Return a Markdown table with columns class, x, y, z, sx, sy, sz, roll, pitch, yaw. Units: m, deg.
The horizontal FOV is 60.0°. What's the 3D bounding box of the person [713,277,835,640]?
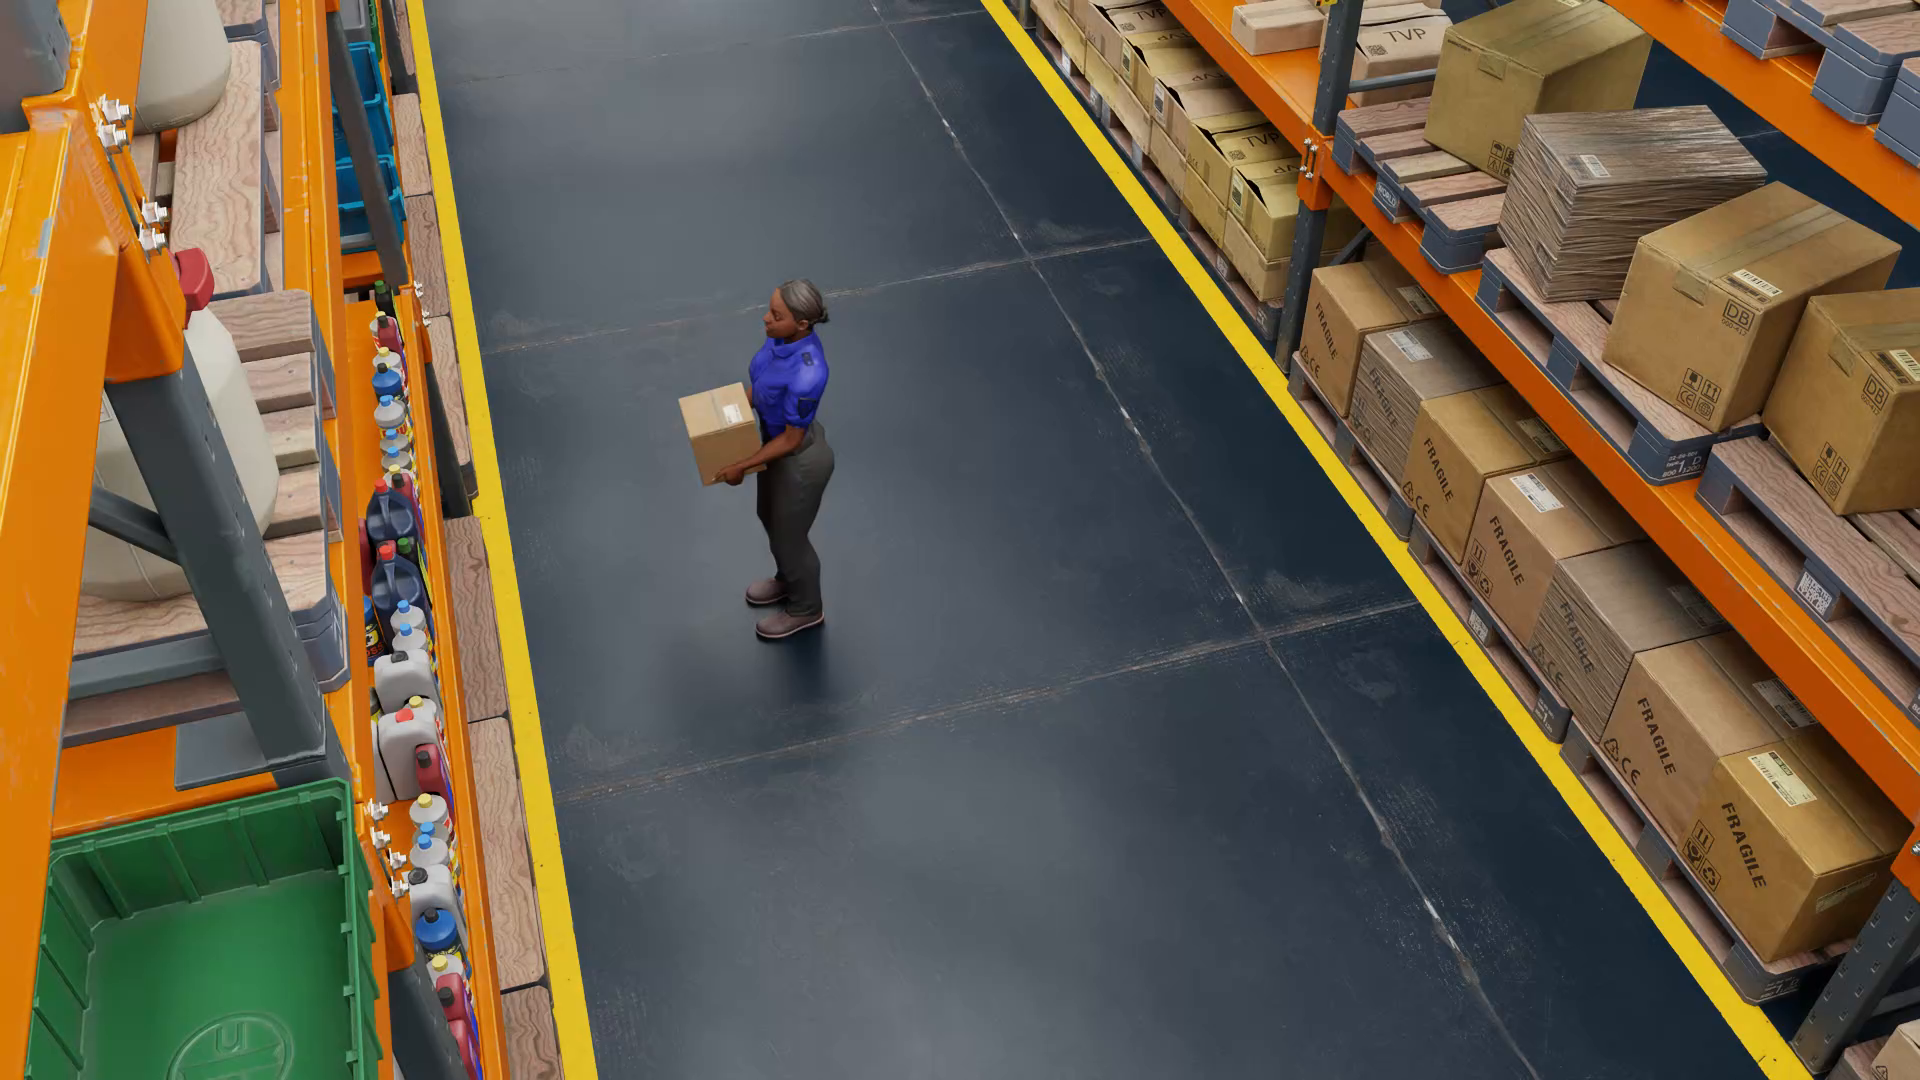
| class | x | y | z | sx | sy | sz | roll | pitch | yaw |
| --- | --- | --- | --- | --- | --- | --- | --- | --- | --- |
| person | -0.730 | -0.307 | 6.507 | 0.516 | 1.645 | 0.449 | -12 | 44 | -13 |
